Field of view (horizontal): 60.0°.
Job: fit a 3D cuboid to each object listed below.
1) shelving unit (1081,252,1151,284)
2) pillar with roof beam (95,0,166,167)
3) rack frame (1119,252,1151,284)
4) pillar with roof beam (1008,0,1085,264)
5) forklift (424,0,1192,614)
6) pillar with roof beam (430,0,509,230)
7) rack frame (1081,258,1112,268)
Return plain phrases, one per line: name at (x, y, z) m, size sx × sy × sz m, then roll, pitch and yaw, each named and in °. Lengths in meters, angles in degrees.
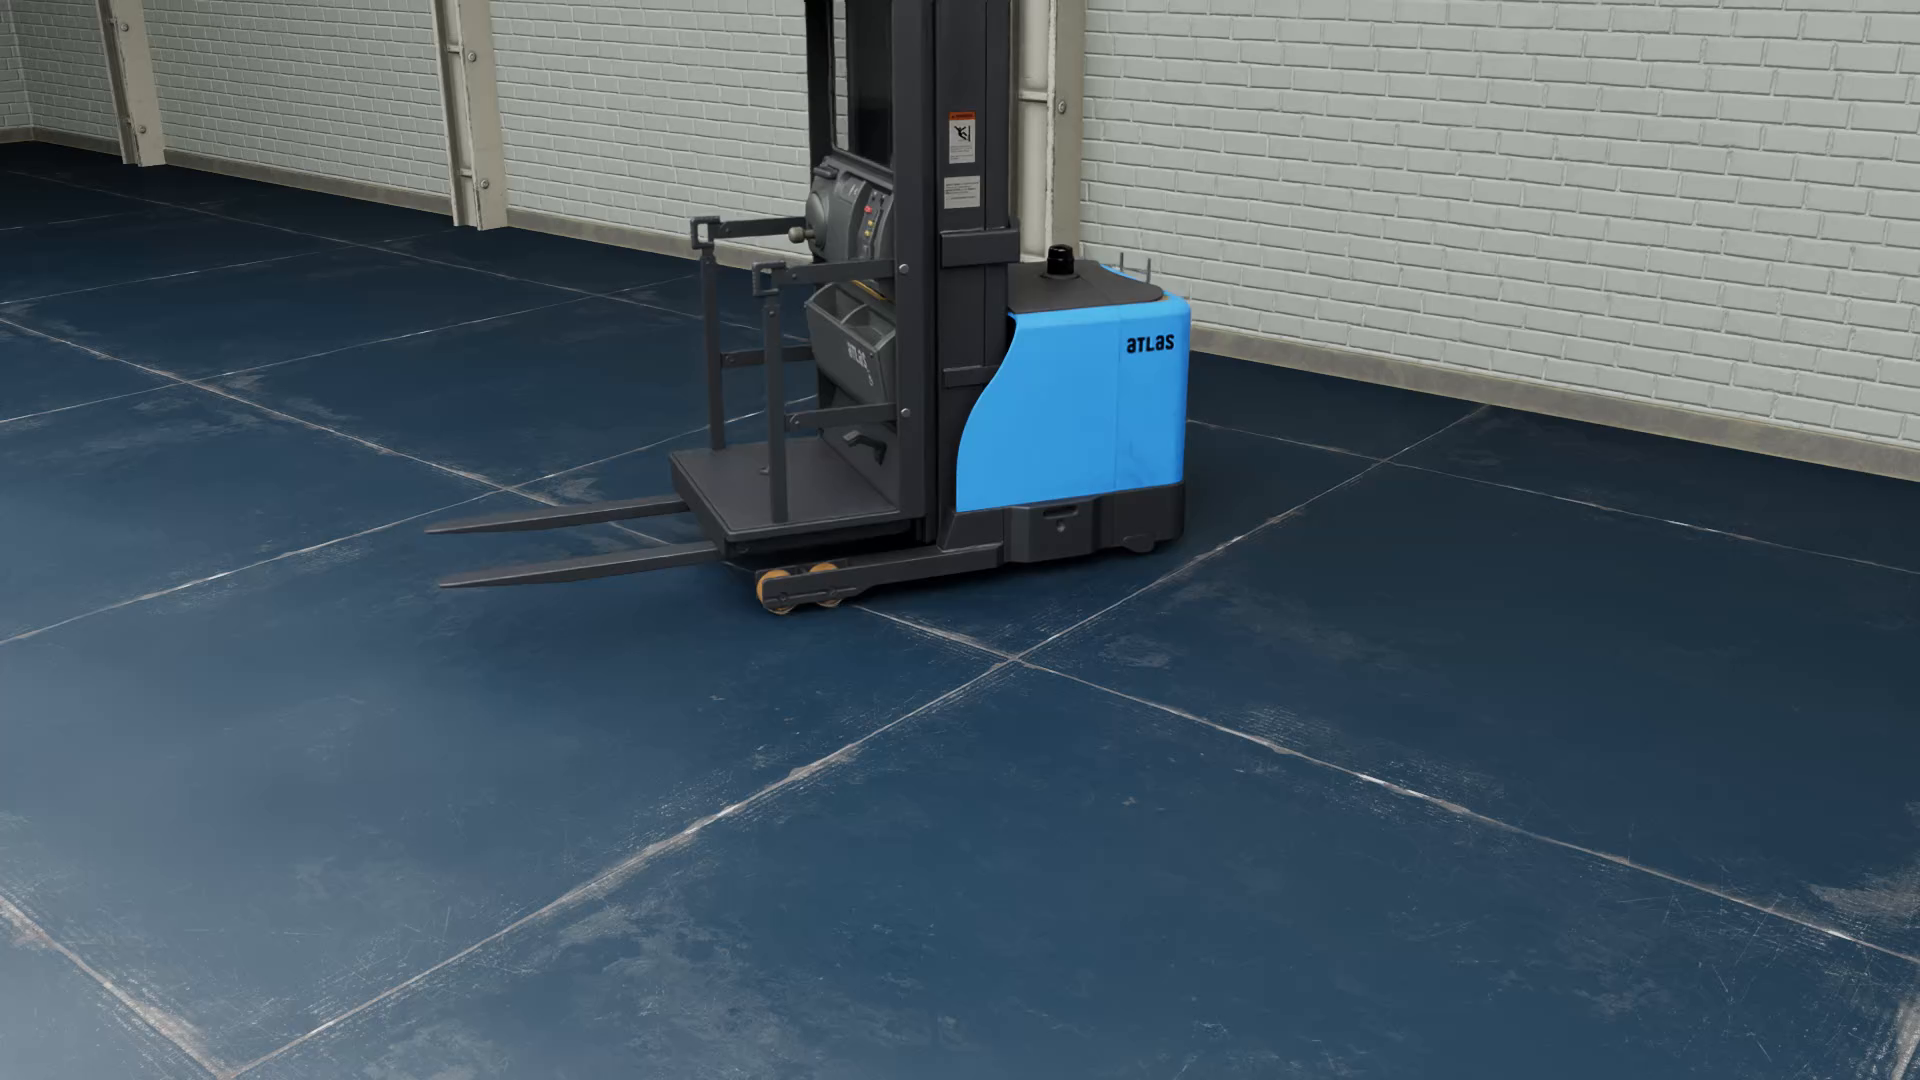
shelving unit at (0.714, -0.796, 7.791) m, size 0.252 × 1.050 × 0.215 m, roll -15°, pitch 26°, yaw -35°
pillar with roof beam at (-11.503, -7.093, 13.225) m, size 0.400 × 9.000 × 9.100 m, roll 16°, pitch 26°, yaw 36°
rack frame at (0.810, -0.822, 7.861) m, size 0.008 × 1.050 × 0.200 m, roll -15°, pitch 26°, yaw -35°
pillar with roof beam at (-2.206, -4.416, 6.126) m, size 0.400 × 9.000 × 9.100 m, roll 16°, pitch 26°, yaw 36°
forklift at (-0.619, -1.298, 6.456) m, size 3.031 × 2.935 × 1.130 m, roll -8°, pitch 22°, yaw -20°
pillar with roof beam at (-6.854, -5.755, 9.675) m, size 0.400 × 9.000 × 9.100 m, roll 16°, pitch 26°, yaw 36°
rack frame at (0.618, -0.769, 7.720) m, size 0.008 × 1.050 × 0.200 m, roll -15°, pitch 26°, yaw -35°
